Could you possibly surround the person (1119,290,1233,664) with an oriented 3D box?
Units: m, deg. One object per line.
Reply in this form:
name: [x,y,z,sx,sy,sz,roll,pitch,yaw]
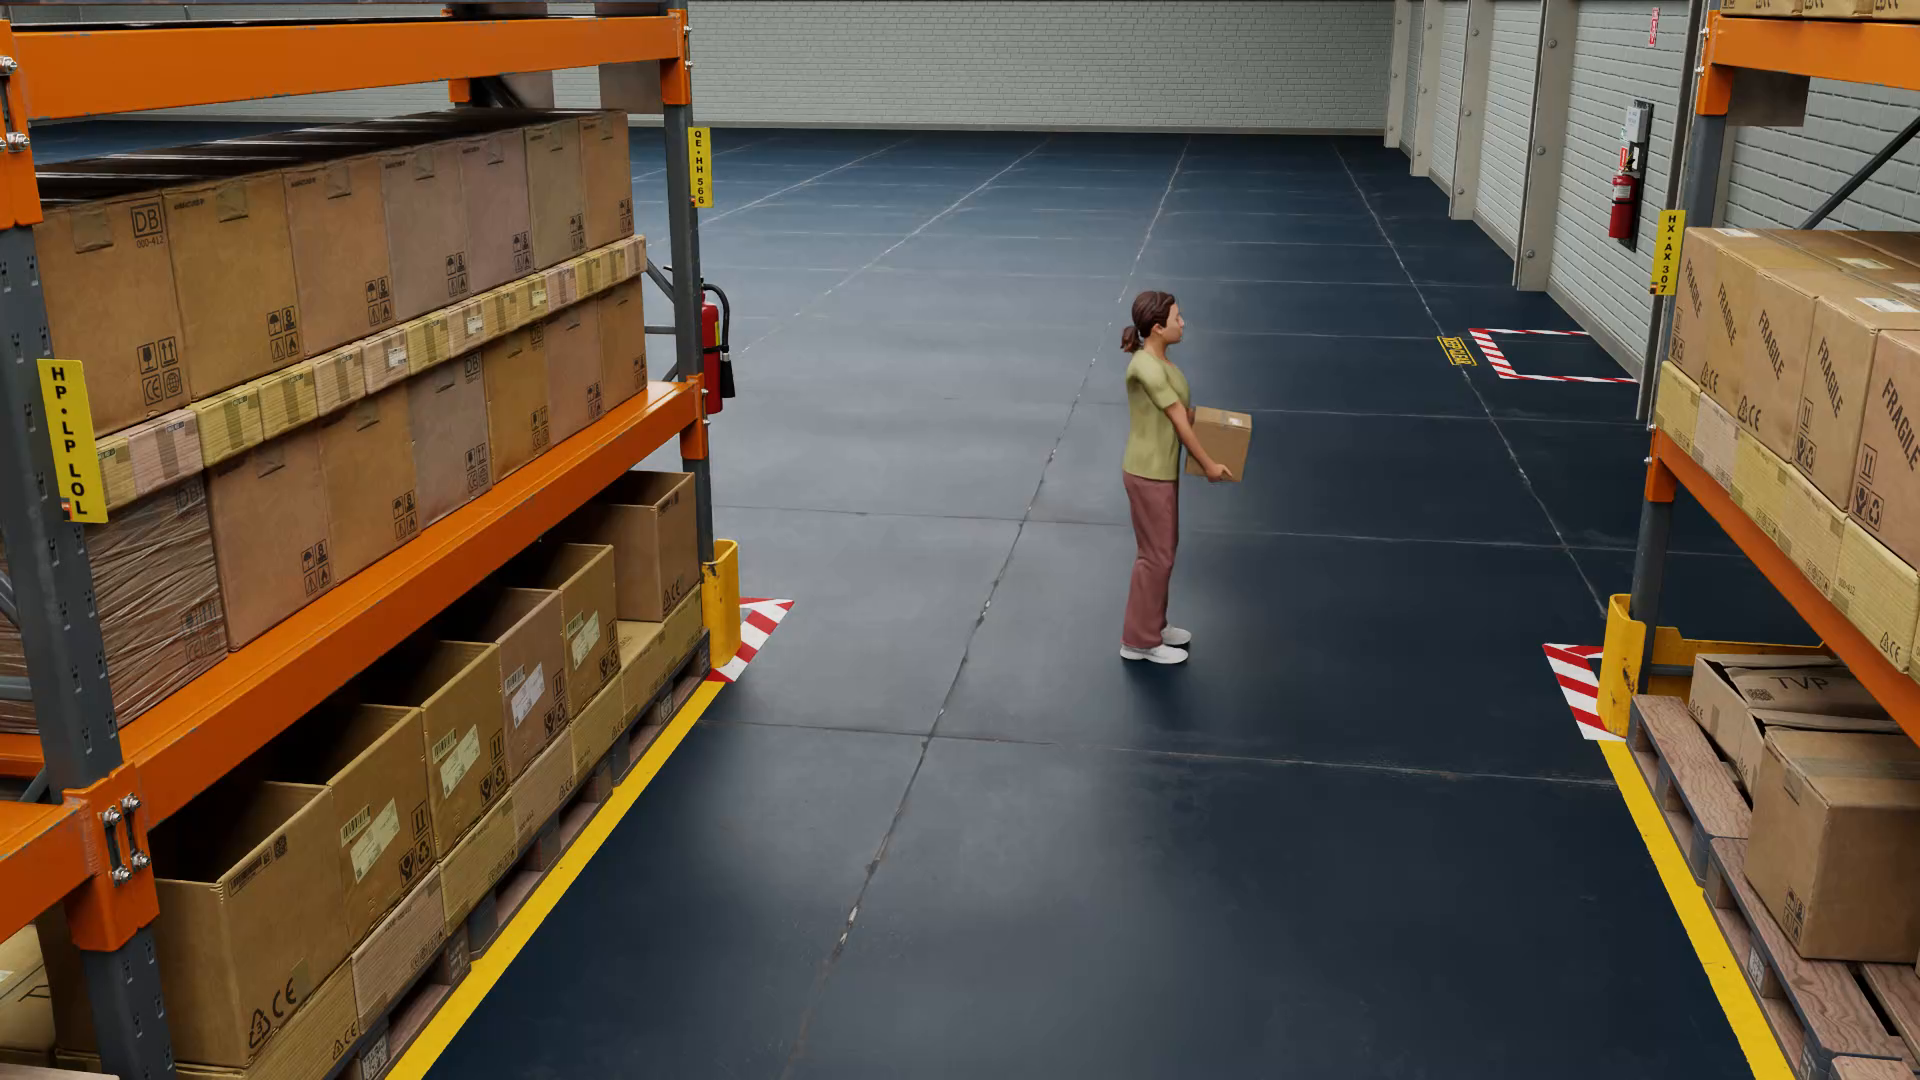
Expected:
person: [0.954,-0.281,7.444,0.527,1.669,0.405,3,18,9]
